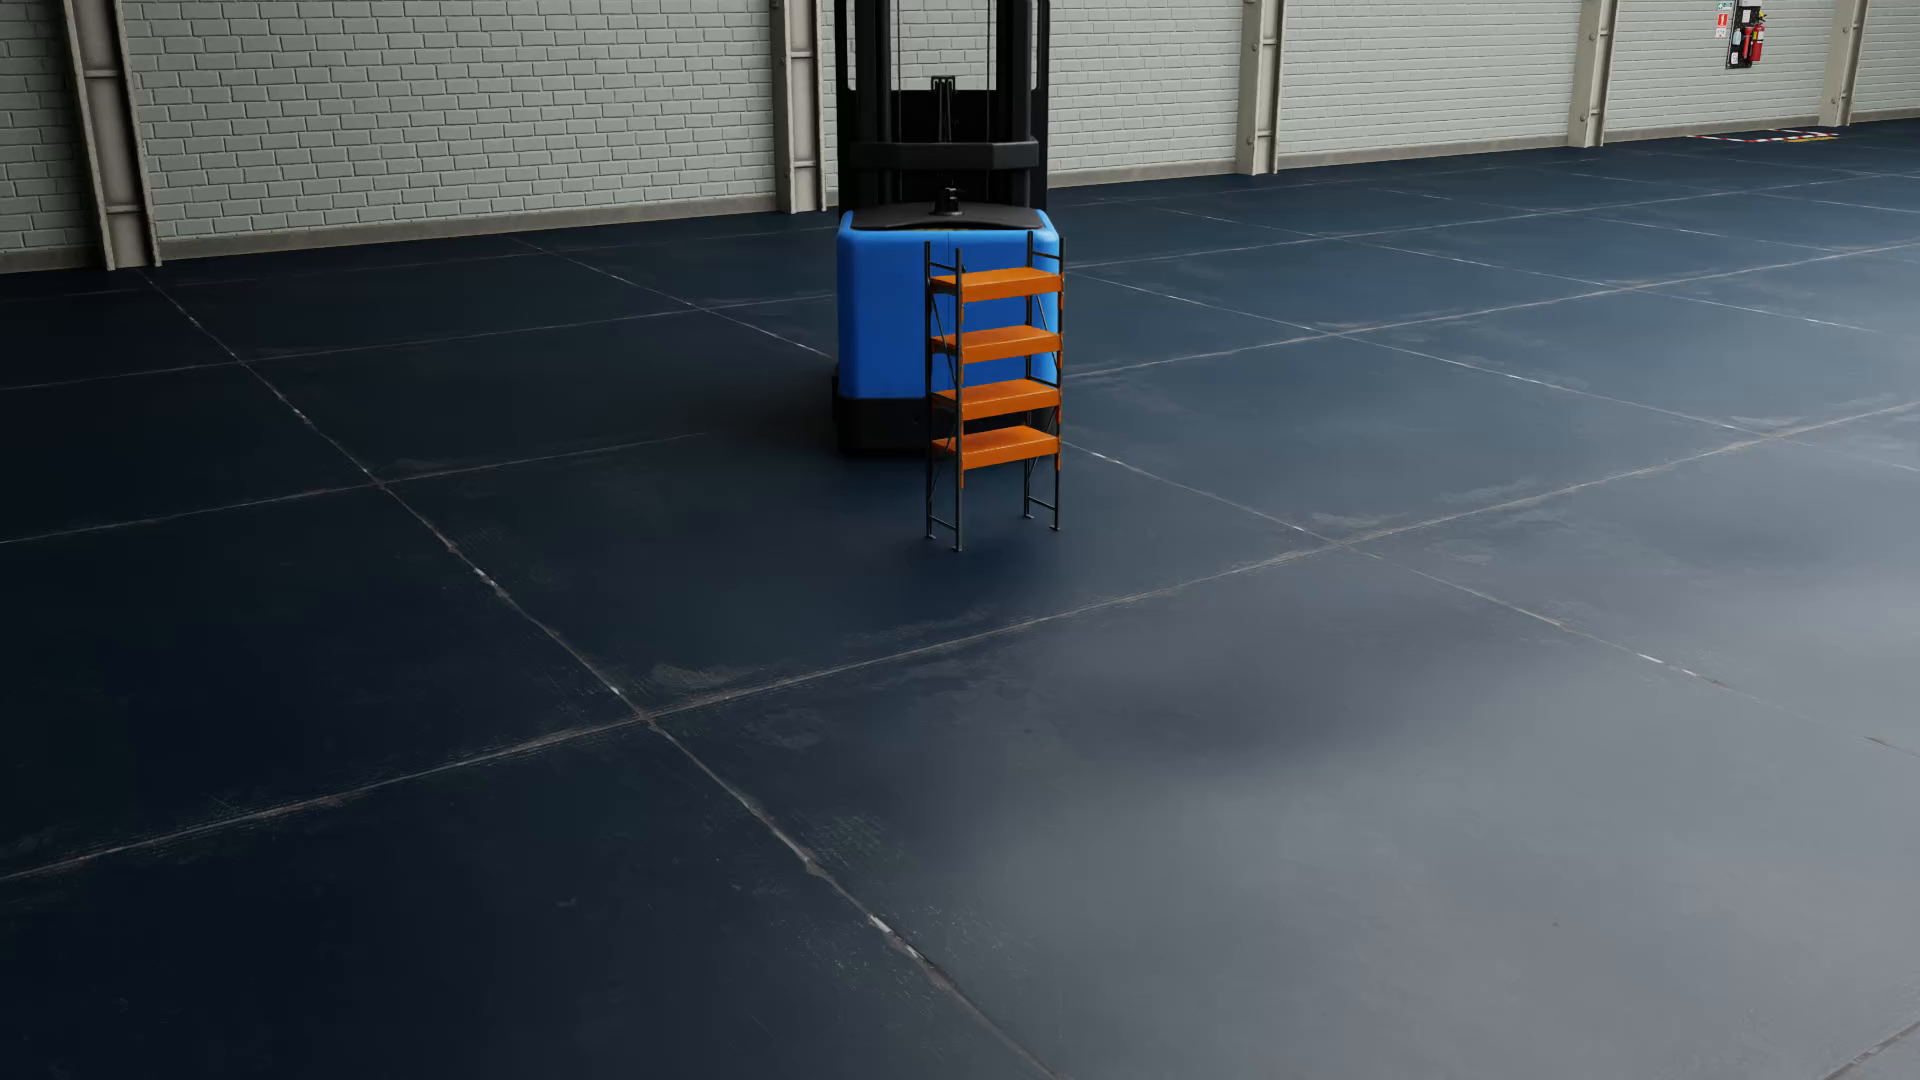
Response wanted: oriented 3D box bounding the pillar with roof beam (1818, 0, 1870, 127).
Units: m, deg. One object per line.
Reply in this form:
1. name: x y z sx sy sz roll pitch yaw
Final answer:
1. pillar with roof beam: 15.846 -9.515 20.839 0.400 9.000 9.100 -12 22 -31

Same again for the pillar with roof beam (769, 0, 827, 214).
1. pillar with roof beam: 0.813 -6.345 11.461 0.400 9.000 9.100 -12 22 -31

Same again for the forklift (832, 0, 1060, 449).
1. forklift: -0.098 -2.236 8.781 1.130 2.935 3.031 -1 19 -2

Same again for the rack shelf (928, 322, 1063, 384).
1. rack shelf: 0.138 -0.746 6.589 0.480 0.148 0.258 -12 22 -31

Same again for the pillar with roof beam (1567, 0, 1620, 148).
1. pillar with roof beam: 10.835 -8.458 17.713 0.400 9.000 9.100 -12 22 -31

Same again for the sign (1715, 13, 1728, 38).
1. sign: 10.875 -7.347 23.737 0.234 0.329 0.001 -12 22 -31

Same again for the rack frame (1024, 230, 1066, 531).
1. rack frame: 0.342 -0.641 6.766 0.015 1.200 0.240 -12 22 -31

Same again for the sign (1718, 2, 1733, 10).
1. sign: 10.884 -7.596 23.647 0.331 0.109 0.001 -12 22 -31

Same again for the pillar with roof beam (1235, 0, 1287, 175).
1. pillar with roof beam: 5.824 -7.401 14.587 0.400 9.000 9.100 -12 22 -31

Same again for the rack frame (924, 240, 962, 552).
1. rack frame: -0.066 -0.555 6.512 0.015 1.200 0.240 -12 22 -31

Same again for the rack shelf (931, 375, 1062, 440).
1. rack shelf: 0.138 -0.534 6.660 0.480 0.148 0.258 -12 22 -31

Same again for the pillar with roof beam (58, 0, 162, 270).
1. pillar with roof beam: -4.198 -5.288 8.335 0.400 9.000 9.100 -12 22 -31

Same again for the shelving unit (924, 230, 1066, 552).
1. shelving unit: 0.138 -0.598 6.639 0.503 1.200 0.258 -12 22 -31

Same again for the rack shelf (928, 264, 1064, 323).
1. rack shelf: 0.138 -0.970 6.513 0.480 0.148 0.258 -12 22 -31

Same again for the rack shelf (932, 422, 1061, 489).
1. rack shelf: 0.138 -0.346 6.724 0.480 0.148 0.258 -12 22 -31

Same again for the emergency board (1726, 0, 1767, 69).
1. emergency board: 11.393 -7.400 23.949 0.643 1.169 0.194 -12 22 -31

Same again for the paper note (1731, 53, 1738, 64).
1. paper note: 11.208 -6.970 24.052 0.142 0.148 0.016 -12 22 -31
